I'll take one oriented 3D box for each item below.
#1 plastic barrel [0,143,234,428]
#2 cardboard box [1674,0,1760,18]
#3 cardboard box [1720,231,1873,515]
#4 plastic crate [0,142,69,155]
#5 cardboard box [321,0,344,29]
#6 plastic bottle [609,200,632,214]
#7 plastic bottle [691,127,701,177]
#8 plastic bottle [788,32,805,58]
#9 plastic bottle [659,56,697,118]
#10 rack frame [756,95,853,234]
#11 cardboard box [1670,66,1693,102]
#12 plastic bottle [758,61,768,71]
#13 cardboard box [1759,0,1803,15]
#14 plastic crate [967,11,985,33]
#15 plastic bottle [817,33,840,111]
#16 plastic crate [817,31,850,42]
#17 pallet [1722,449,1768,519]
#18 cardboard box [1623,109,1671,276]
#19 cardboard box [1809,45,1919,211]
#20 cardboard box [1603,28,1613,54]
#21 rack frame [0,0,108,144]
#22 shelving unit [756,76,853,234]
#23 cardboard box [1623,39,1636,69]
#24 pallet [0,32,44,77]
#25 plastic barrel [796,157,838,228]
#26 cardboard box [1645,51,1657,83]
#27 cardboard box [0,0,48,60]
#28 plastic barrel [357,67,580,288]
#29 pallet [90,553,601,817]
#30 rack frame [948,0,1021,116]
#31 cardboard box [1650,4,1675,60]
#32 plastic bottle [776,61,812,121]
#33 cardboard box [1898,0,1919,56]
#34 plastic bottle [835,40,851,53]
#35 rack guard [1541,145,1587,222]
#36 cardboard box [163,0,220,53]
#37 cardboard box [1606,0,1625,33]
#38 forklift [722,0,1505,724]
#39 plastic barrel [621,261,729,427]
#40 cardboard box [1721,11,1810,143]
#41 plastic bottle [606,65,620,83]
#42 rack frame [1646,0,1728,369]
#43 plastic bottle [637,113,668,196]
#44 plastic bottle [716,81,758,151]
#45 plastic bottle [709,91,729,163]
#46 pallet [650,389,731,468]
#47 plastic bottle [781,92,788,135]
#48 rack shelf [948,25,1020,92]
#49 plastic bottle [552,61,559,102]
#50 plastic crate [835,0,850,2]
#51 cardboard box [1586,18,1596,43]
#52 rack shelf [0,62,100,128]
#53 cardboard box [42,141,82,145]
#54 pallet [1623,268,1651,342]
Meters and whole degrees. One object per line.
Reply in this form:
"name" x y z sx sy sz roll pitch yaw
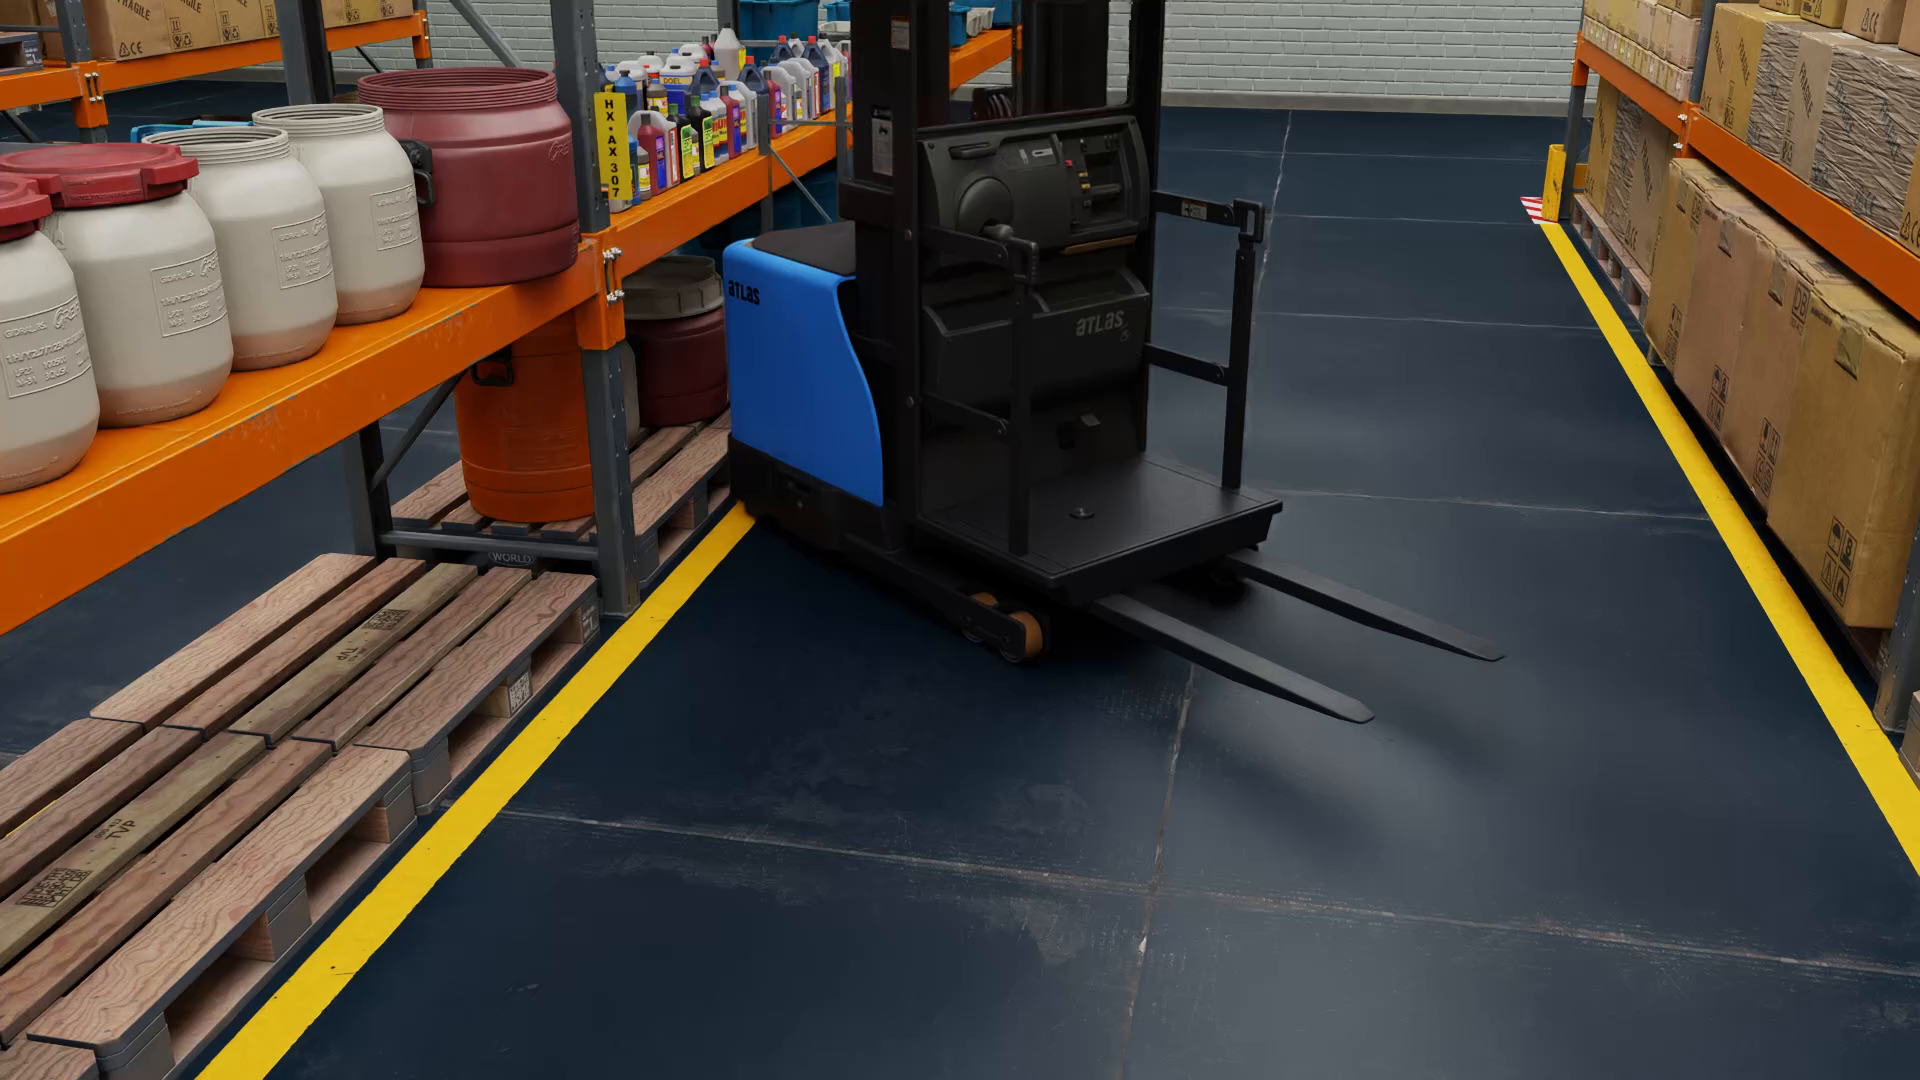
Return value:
"plastic barrel" -1.779 -0.538 3.491 0.433 0.535 0.433 0 22 0
"cardboard box" 3.887 -2.868 8.258 0.500 0.500 0.500 5 22 12
"cardboard box" 3.589 -0.586 6.074 1.225 0.875 0.875 5 22 11
"plastic crate" -2.240 -0.640 3.841 0.402 0.464 0.583 4 22 11
"cardboard box" -4.861 -3.972 12.068 0.500 0.500 0.500 5 22 11
"plastic bottle" -1.206 -1.254 5.618 0.152 0.276 0.135 4 22 11
"plastic bottle" -1.034 -1.478 6.273 0.097 0.201 0.097 0 22 0
"plastic bottle" -0.802 -2.268 8.035 0.144 0.351 0.185 4 22 11
"plastic bottle" -1.302 -2.093 7.700 0.152 0.276 0.135 4 22 11
"rack frame" -0.575 -1.066 6.899 0.500 1.500 0.032 5 20 13
"cardboard box" 3.796 -2.283 8.343 0.380 0.149 0.250 5 22 11
"plastic bottle" -0.889 -2.048 7.595 0.097 0.271 0.097 0 22 0
"cardboard box" 3.932 -2.541 7.170 0.797 0.503 0.637 4 22 10
"plastic crate" -0.040 -3.592 11.530 0.396 0.136 0.243 4 22 11
"plastic bottle" -0.661 -2.257 8.008 0.144 0.351 0.185 4 22 11
"plastic crate" -0.829 -2.971 10.002 0.437 0.125 0.590 4 22 11
"pallet" 3.724 -0.234 6.652 1.003 0.211 1.213 4 22 11
"cardboard box" 4.451 -2.037 9.677 0.875 0.875 0.875 4 22 11
"cardboard box" 3.307 -1.418 5.725 0.500 0.500 0.500 4 22 9
"cardboard box" 4.268 -3.129 10.443 0.380 0.149 0.250 4 22 10
"rack frame" -5.643 -3.020 9.836 1.000 3.000 0.127 4 22 11
"shelving unit" -0.451 -1.237 7.371 0.587 1.500 1.083 5 20 13
"cardboard box" 4.111 -2.846 9.741 0.380 0.149 0.250 5 22 12
"pallet" -5.912 -2.647 9.167 1.003 0.211 1.213 4 22 11
"plastic barrel" -0.922 -1.664 8.718 0.600 0.901 0.708 4 22 11
"cardboard box" 3.953 -2.565 9.044 0.380 0.149 0.250 5 22 12
"cardboard box" -5.792 -3.268 10.320 0.500 0.500 0.500 5 22 12
"plastic barrel" -1.408 -1.048 4.759 0.600 0.536 0.708 4 22 11
"pallet" -1.806 0.396 5.087 1.003 0.211 1.213 4 22 11
"rack frame" 0.022 -4.104 12.527 1.000 3.000 0.127 4 22 11
"cardboard box" 3.991 -2.702 8.851 0.500 0.250 0.500 5 23 13
"plastic bottle" -0.763 -2.047 7.587 0.152 0.276 0.135 4 22 11
"cardboard box" 3.539 -1.816 5.371 0.797 0.503 0.637 5 22 12
"plastic bottle" -0.558 -2.414 8.499 0.152 0.276 0.135 4 22 11
"rack guard" 4.876 -2.575 12.079 1.175 0.500 0.348 4 22 11
"cardboard box" -5.170 -3.419 10.694 0.500 0.500 0.500 5 22 12
"cardboard box" 4.303 -3.265 10.249 0.500 0.250 0.500 4 22 9
"forklift" 0.402 -1.174 5.345 1.130 2.935 3.031 -17 27 -36
"plastic barrel" -1.297 -0.847 7.108 0.600 0.588 0.708 4 22 11
"cardboard box" 3.614 -1.976 7.112 0.500 0.500 0.500 4 22 11
"plastic bottle" -1.548 -1.977 7.419 0.097 0.271 0.097 0 22 0
"rack frame" 4.055 -2.263 7.958 1.000 3.000 0.127 4 22 11
"plastic bottle" -1.094 -1.374 5.906 0.061 0.283 0.133 4 22 11
"plastic bottle" -0.923 -1.761 6.877 0.152 0.276 0.135 4 22 11
"plastic bottle" -0.967 -1.630 6.558 0.097 0.271 0.097 0 22 0
"pallet" -1.239 -0.621 7.612 1.003 0.211 1.213 4 22 11
"plastic bottle" -0.807 -1.883 7.280 0.097 0.201 0.097 0 22 0
"rack shelf" -0.386 -3.038 10.846 1.077 0.370 4.000 4 22 11
"plastic bottle" -1.639 -1.808 6.894 0.144 0.351 0.185 4 22 11
"plastic crate" -0.619 -3.507 11.190 0.416 0.233 0.300 4 22 11
"cardboard box" 4.424 -3.411 11.144 0.380 0.149 0.250 4 22 10
"rack shelf" -6.051 -1.954 8.154 1.077 0.370 4.000 4 22 11
"cardboard box" -5.804 -2.294 10.792 0.500 0.500 0.500 4 22 11
"pallet" 4.286 -1.242 9.154 1.003 0.211 1.213 4 22 11
